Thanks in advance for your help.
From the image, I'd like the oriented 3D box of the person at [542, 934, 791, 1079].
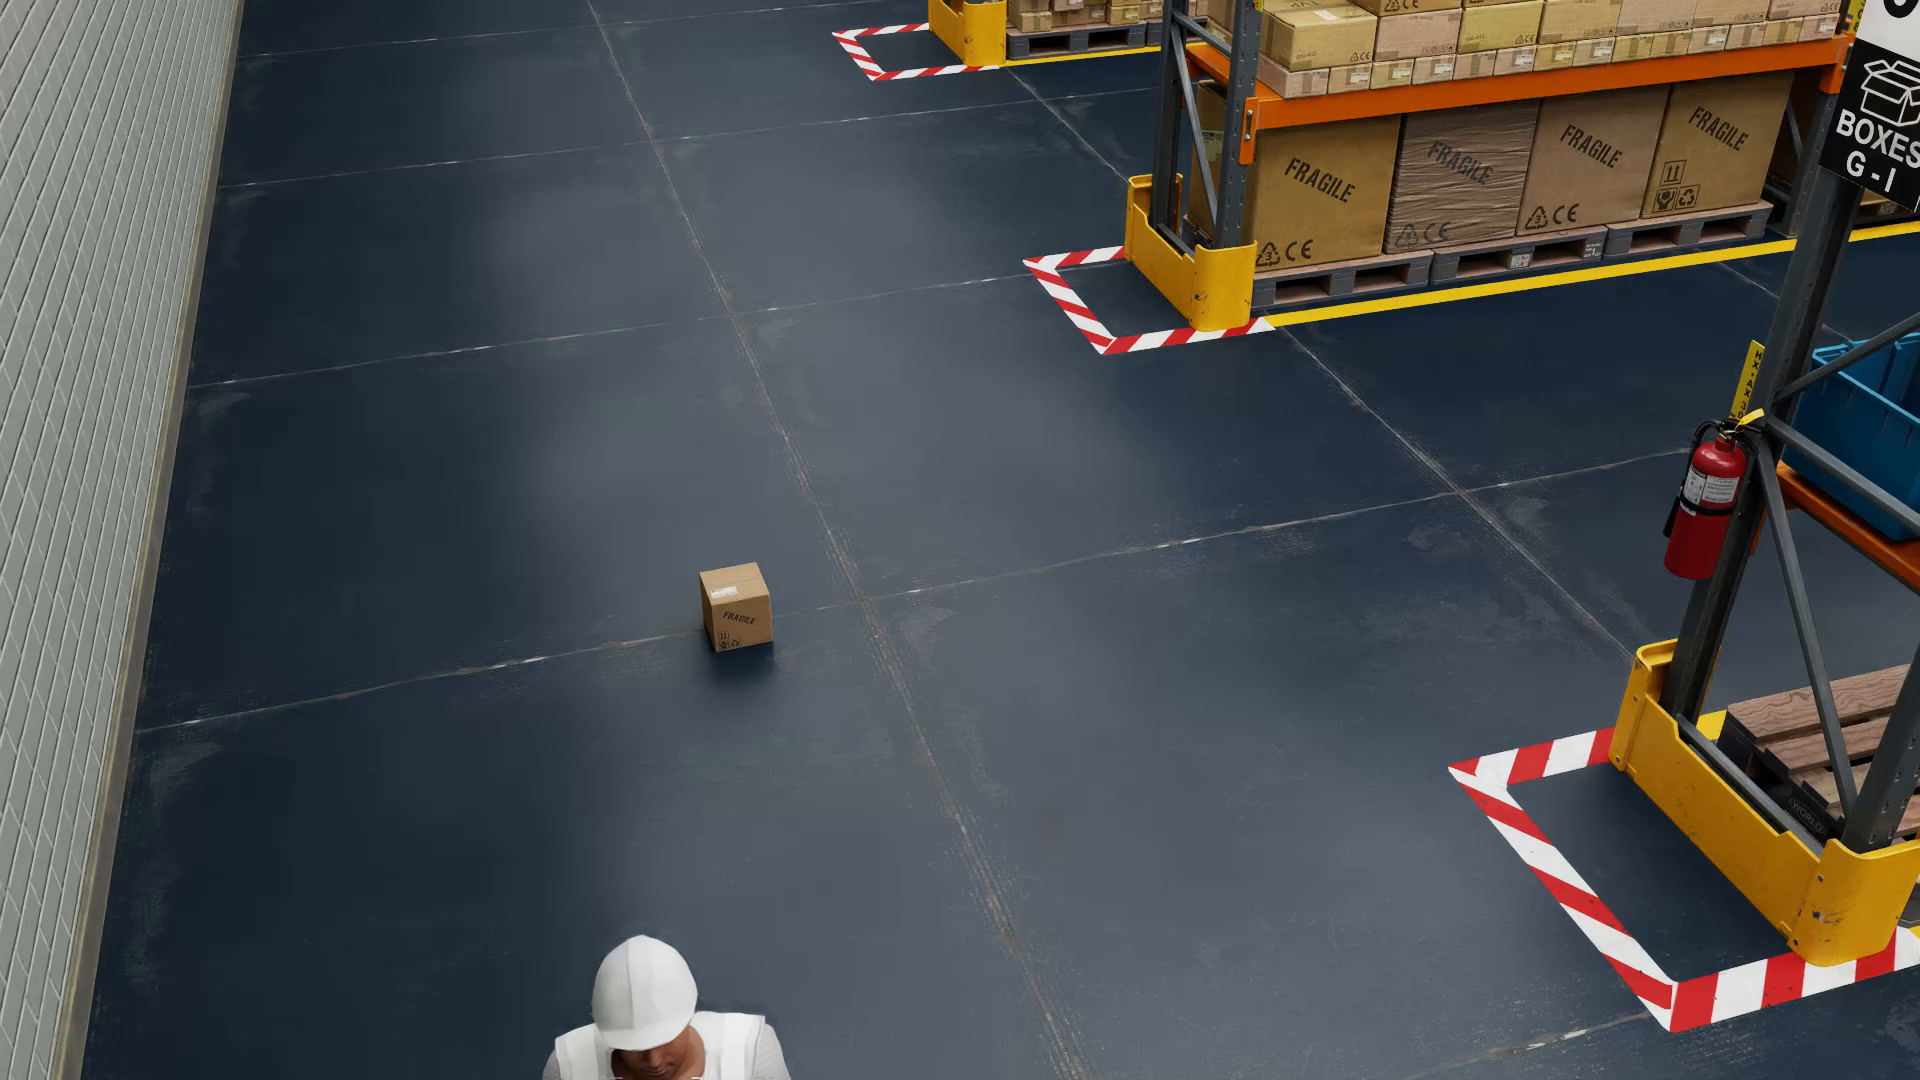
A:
[{"bbox_3d":[-0.634,1.632,3.641,0.561,1.754,0.892,-1,34,-2],"label":"person"}]
